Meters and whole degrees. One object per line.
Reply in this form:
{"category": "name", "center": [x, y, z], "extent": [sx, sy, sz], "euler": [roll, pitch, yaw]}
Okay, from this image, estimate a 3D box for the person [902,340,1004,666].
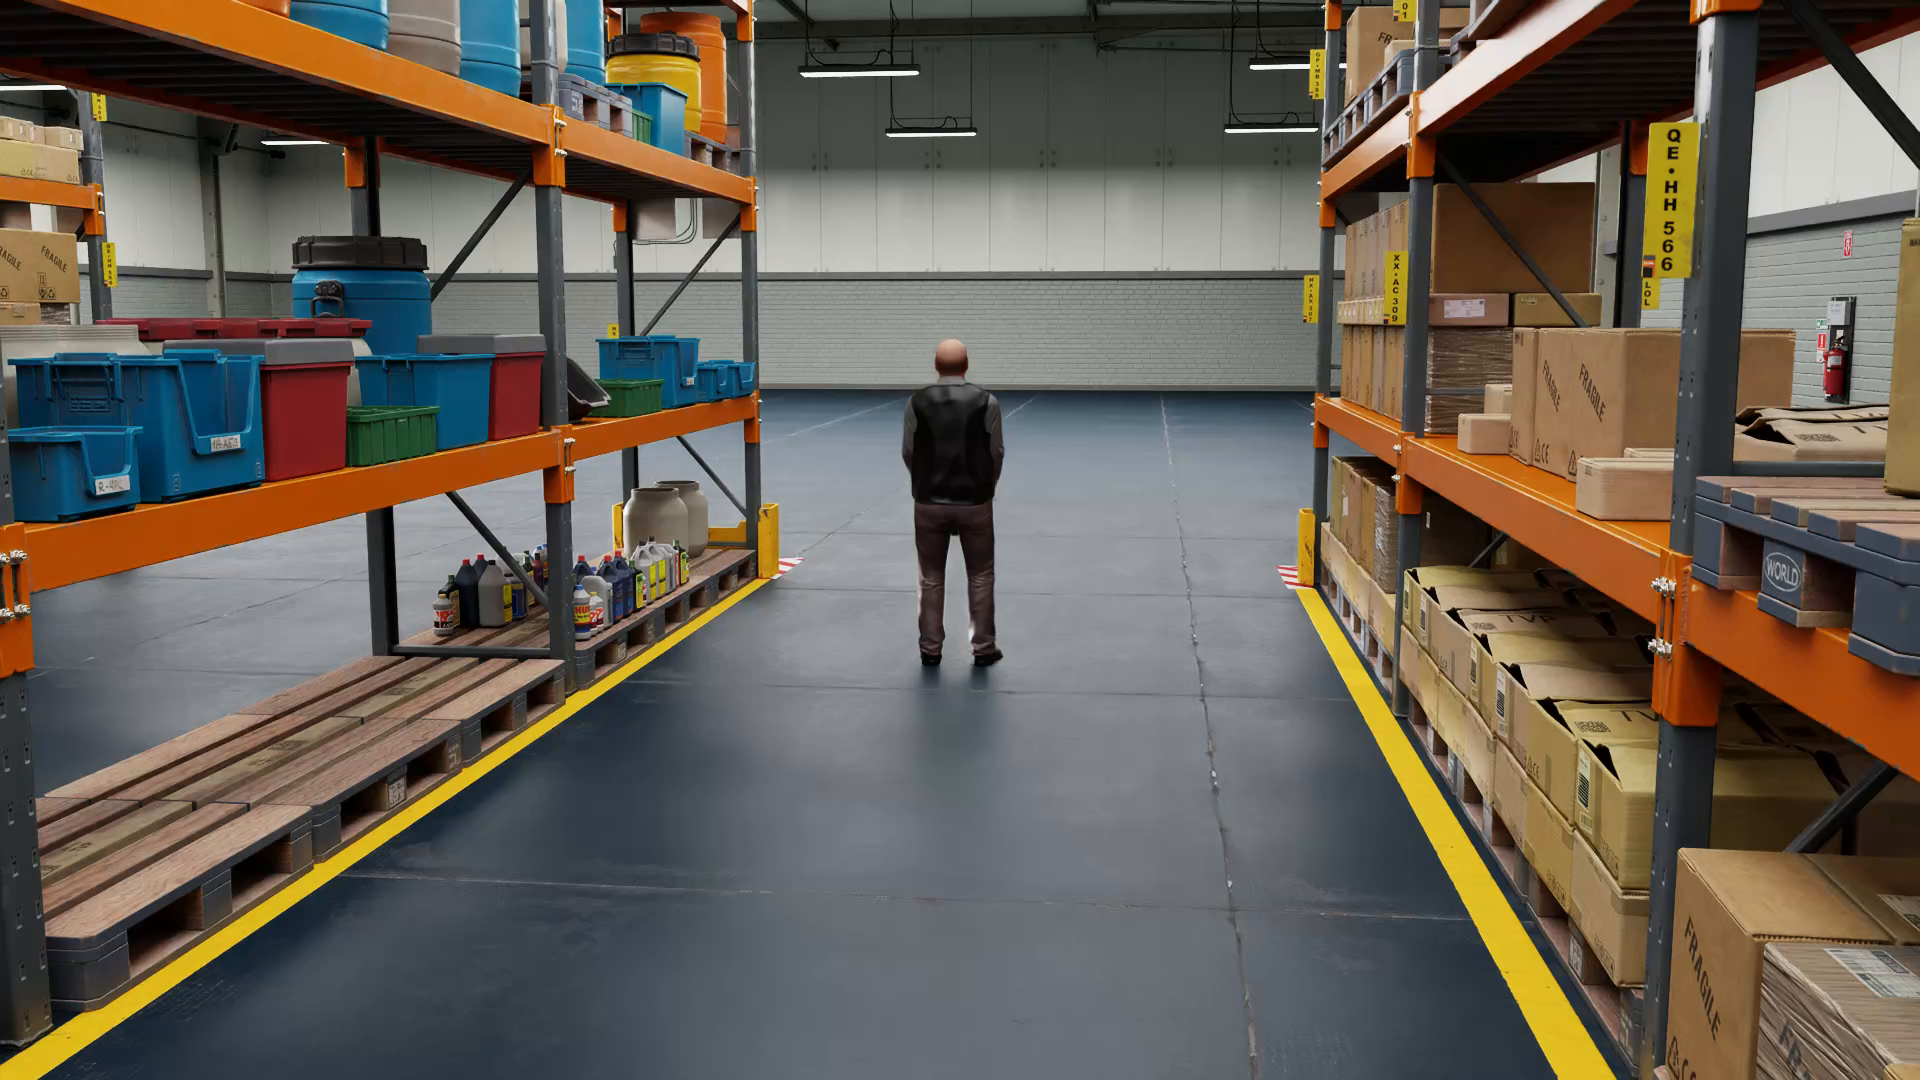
{"category": "person", "center": [-0.036, -0.199, 8.868], "extent": [0.546, 1.728, 0.470], "euler": [1, 8, 5]}
